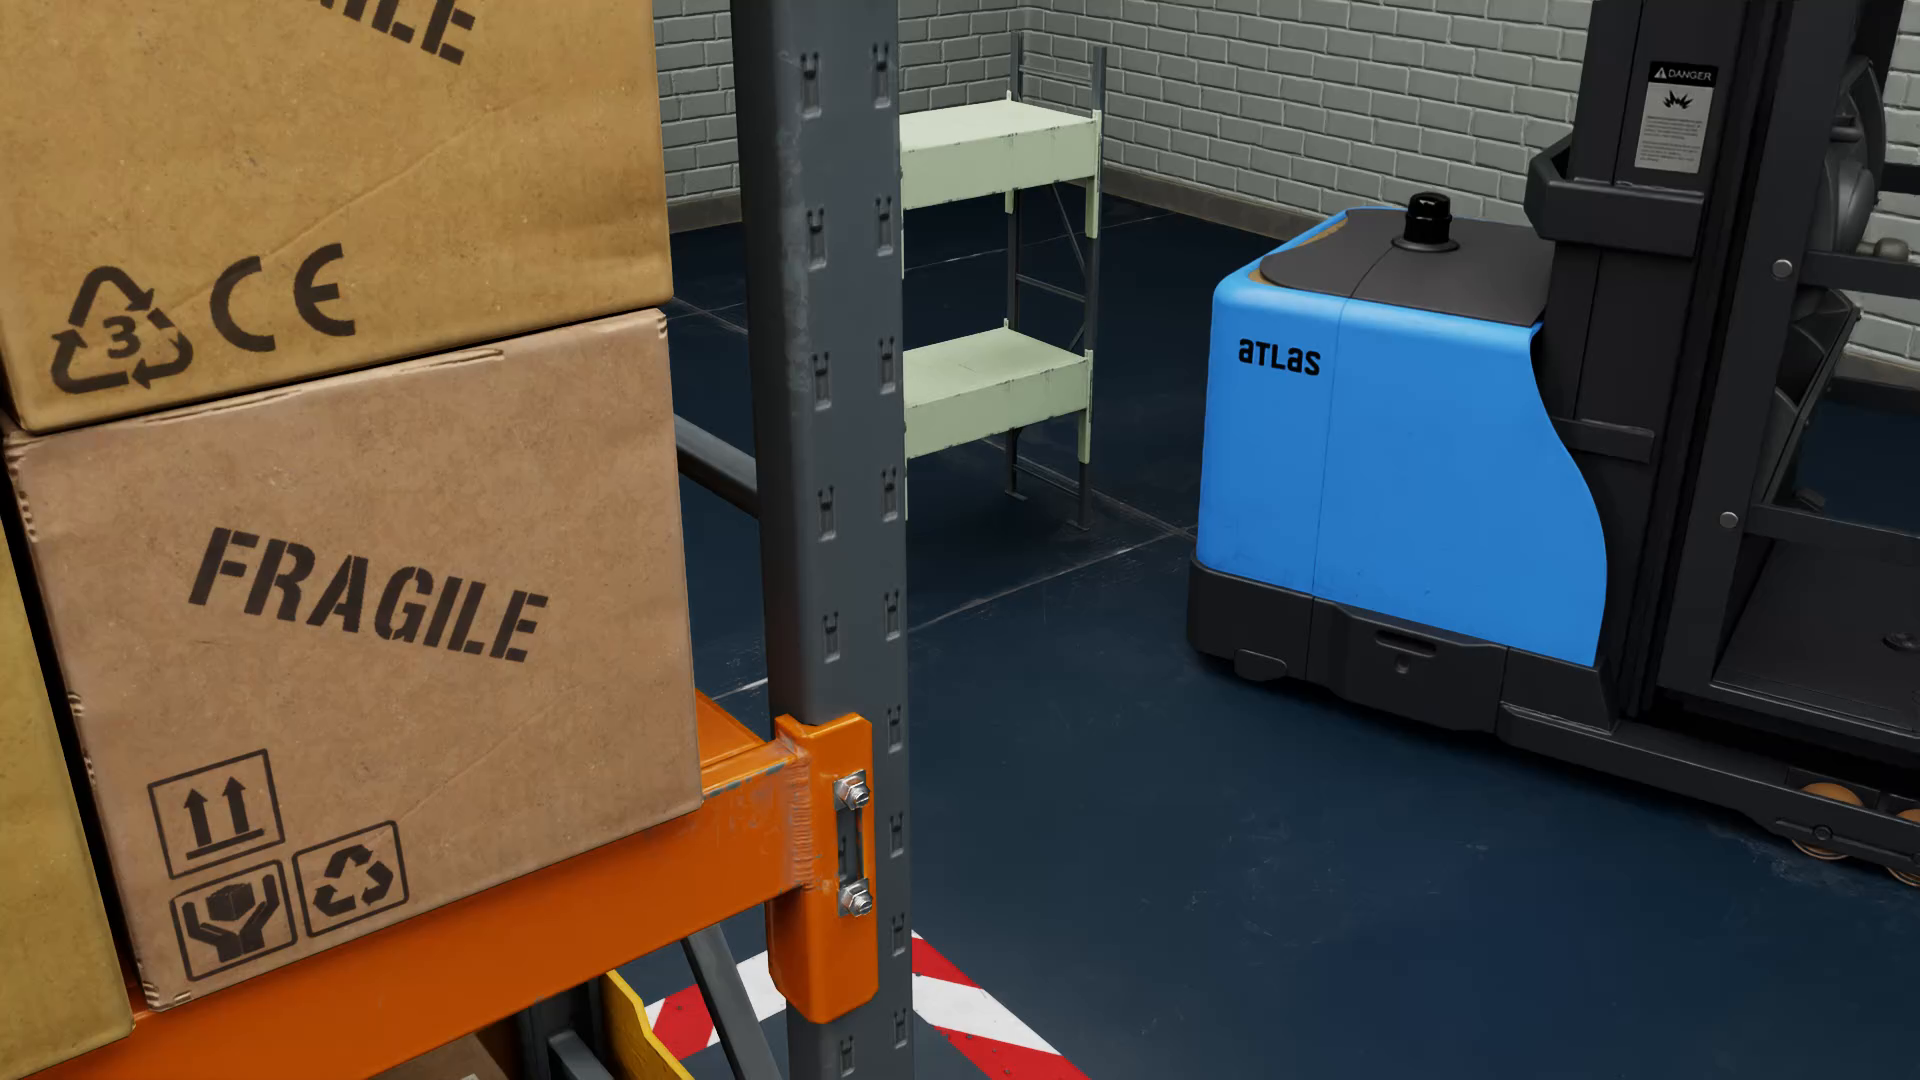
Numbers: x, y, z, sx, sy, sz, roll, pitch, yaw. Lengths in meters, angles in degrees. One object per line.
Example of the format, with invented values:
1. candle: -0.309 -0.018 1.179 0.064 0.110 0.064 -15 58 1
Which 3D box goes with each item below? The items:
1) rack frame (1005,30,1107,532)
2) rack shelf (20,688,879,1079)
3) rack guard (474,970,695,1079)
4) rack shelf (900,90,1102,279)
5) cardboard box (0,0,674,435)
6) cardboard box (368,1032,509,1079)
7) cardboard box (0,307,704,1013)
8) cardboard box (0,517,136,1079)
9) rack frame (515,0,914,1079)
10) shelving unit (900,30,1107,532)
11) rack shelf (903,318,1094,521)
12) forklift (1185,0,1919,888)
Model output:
1. rack frame: 0.283 -0.774 5.135 0.023 1.500 0.400 -18 31 -34
2. rack shelf: -1.982 0.696 1.041 4.000 0.370 1.077 -18 31 -34
3. rack guard: -0.468 1.004 2.493 0.348 0.500 1.175 -18 31 -34
4. rack shelf: -0.005 -1.033 4.766 0.720 0.370 0.431 -18 31 -34
5. cardboard box: -0.588 -0.442 1.332 0.500 0.500 0.500 -19 31 -34
6. cardboard box: -0.684 1.008 1.962 0.500 0.500 0.500 -18 31 -34
7. cardboard box: -0.592 0.012 1.543 0.500 0.500 0.500 -17 30 -32
8. cardboard box: -0.999 0.148 1.250 0.500 0.500 0.500 -18 30 -34
9. rack frame: -0.410 -0.151 2.011 0.053 2.616 0.949 -18 31 -34
10. shelving unit: -0.005 -0.679 4.931 0.755 1.500 0.431 -18 31 -34
11. rack shelf: -0.005 -0.383 5.068 0.720 0.370 0.431 -18 31 -34
12. forklift: 2.129 -0.828 3.553 3.031 2.935 1.130 15 29 29
